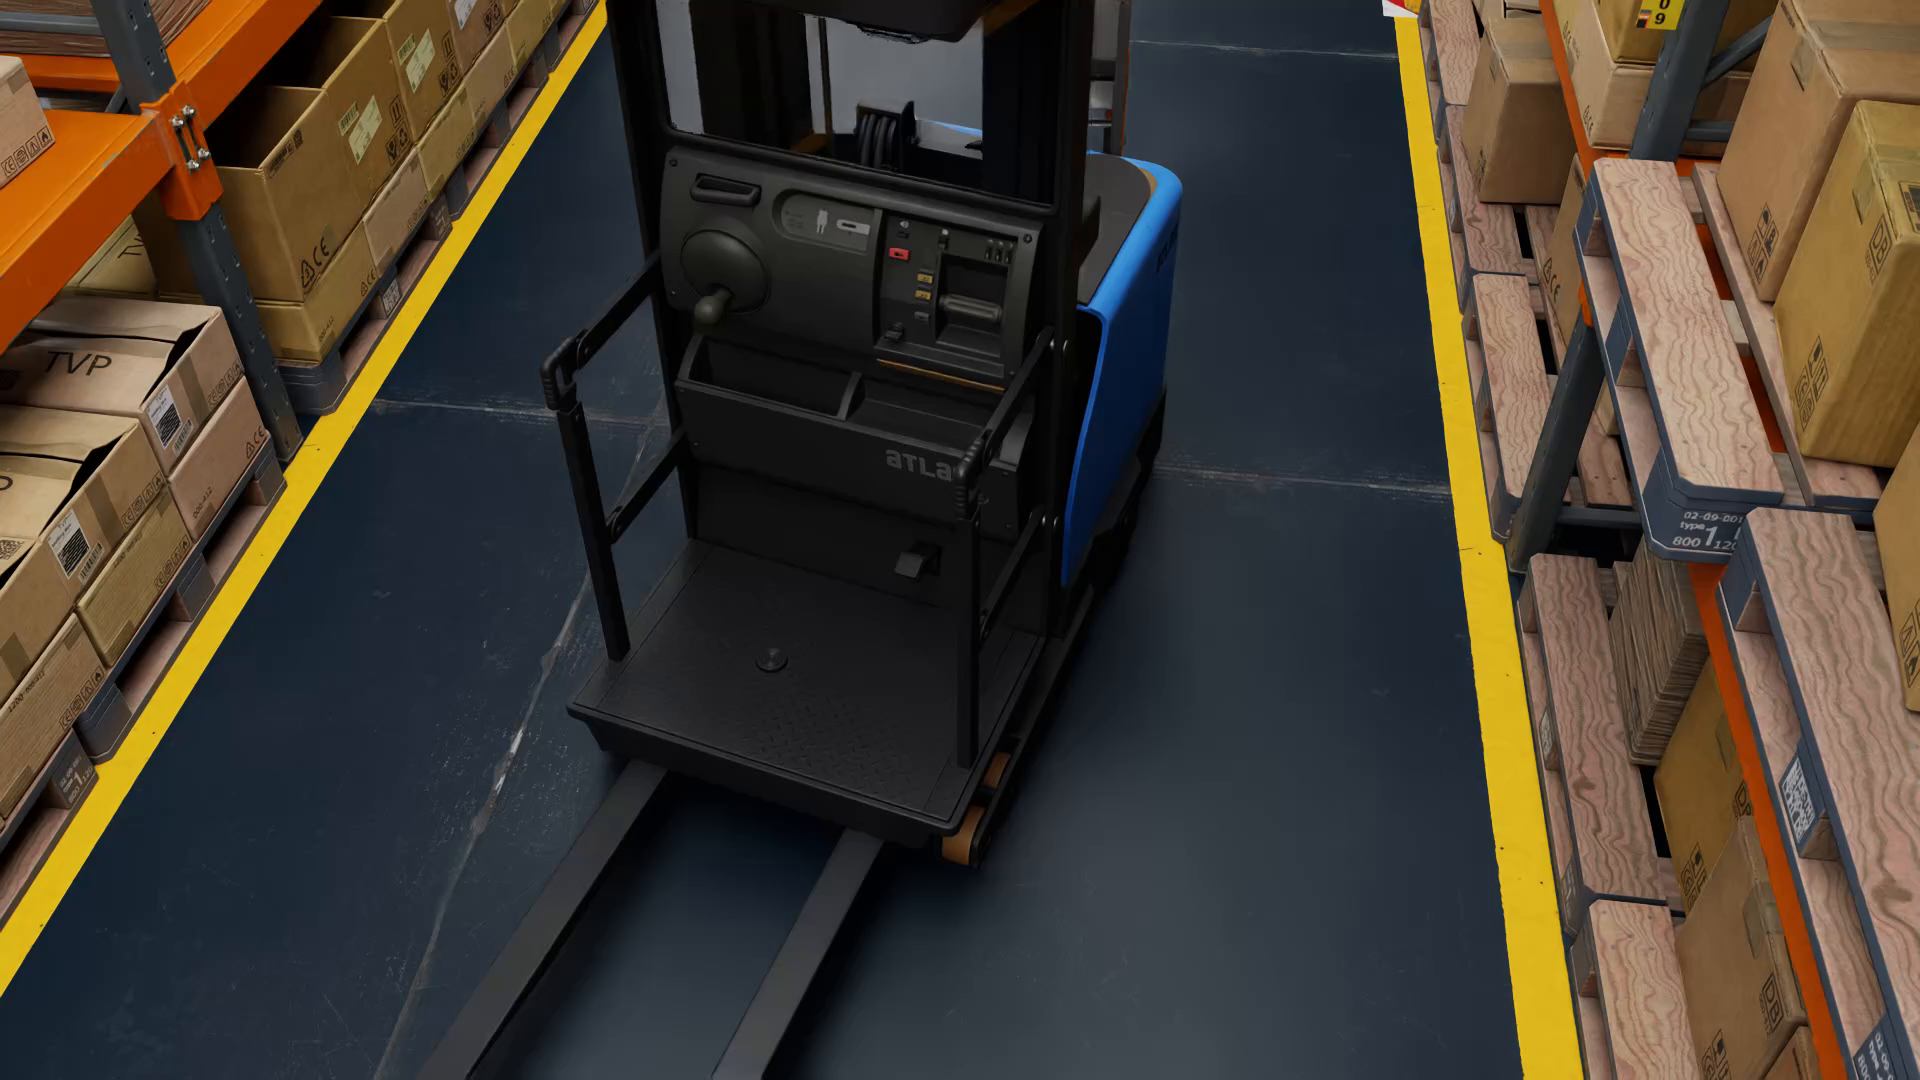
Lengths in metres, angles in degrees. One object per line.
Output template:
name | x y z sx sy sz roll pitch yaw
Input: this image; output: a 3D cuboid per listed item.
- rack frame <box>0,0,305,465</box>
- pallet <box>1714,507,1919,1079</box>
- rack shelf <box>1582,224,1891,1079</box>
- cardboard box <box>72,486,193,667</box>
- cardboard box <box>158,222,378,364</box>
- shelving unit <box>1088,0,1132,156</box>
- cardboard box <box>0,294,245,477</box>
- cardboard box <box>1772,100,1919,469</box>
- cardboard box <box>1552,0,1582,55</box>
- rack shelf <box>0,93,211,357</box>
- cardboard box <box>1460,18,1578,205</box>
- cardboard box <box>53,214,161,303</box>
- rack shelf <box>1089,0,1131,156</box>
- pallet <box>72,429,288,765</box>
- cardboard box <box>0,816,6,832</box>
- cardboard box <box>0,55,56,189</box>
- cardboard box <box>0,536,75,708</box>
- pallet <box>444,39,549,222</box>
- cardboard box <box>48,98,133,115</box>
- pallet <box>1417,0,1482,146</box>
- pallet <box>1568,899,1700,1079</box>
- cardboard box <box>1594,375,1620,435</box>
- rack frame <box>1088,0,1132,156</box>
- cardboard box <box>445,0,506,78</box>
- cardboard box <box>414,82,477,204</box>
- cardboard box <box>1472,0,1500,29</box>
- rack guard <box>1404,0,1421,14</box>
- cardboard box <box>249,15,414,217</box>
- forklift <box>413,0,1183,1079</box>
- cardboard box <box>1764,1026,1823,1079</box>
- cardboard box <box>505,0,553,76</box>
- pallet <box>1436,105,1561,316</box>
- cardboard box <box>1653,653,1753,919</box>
rack frame | -2.711 -1.427 4.575 1.000 3.000 0.127 5 44 6
pallet | 1.892 0.464 2.718 1.003 0.211 1.213 5 44 6
rack shelf | 1.935 0.645 2.910 1.077 0.370 4.000 5 44 6
cardboard box | -2.547 0.073 4.686 0.500 0.250 0.500 5 44 5
cardboard box | -2.349 -0.869 5.681 0.500 0.250 0.500 5 44 6
shelving unit | 0.307 -1.434 5.234 0.431 2.100 0.503 2 43 2
cardboard box | -2.480 -0.482 4.864 0.500 0.311 0.500 5 44 6
cardboard box | 2.018 -0.451 3.152 0.700 0.500 0.500 9 44 10
cardboard box | 2.036 -1.621 4.875 0.500 0.250 0.500 5 44 6
rack shelf | -2.975 0.198 3.383 1.077 0.370 4.000 5 44 6
cardboard box | 2.326 -1.610 6.266 0.700 0.500 0.500 3 44 3
cardboard box | -2.866 -0.917 5.731 0.500 0.250 0.500 5 44 6
rack shelf | 0.307 -1.424 5.243 0.431 0.518 0.480 2 43 2
pallet | -2.770 0.092 5.000 1.003 0.211 1.213 5 44 6
cardboard box | -2.683 0.768 3.951 0.500 0.250 0.500 6 44 6
cardboard box | -2.733 -1.033 4.268 0.500 0.250 0.500 8 44 8
cardboard box | -2.611 0.213 4.130 0.500 0.311 0.500 5 44 5
pallet | -2.406 -1.786 6.983 1.003 0.211 1.213 5 44 6
cardboard box | -2.789 -1.529 5.832 0.500 0.500 0.500 5 44 6
pallet | 2.576 -2.090 7.304 1.003 0.211 1.213 5 44 6
pallet | 1.939 1.398 3.620 1.003 0.211 1.213 5 44 6
cardboard box | 2.241 -0.477 5.313 0.380 0.166 0.250 0 43 0
rack frame | 0.294 -1.268 5.056 0.400 2.100 0.015 2 43 2
cardboard box | -2.143 -2.163 6.502 0.500 0.500 0.500 5 44 6
cardboard box | -2.207 -1.550 6.399 0.500 0.250 0.500 5 44 6
cardboard box | 2.548 -2.425 7.265 0.500 0.311 0.500 1 43 1
rack guard | 2.718 -2.745 7.786 1.175 0.500 0.348 5 44 6
cardboard box | -2.281 -1.482 5.783 0.500 0.500 0.500 5 44 6
forklift | -0.345 -0.547 3.696 1.130 2.935 3.031 15 45 15
cardboard box | 1.935 1.318 3.174 0.700 0.500 0.500 5 44 5
cardboard box | -2.079 -2.232 7.120 0.500 0.250 0.500 5 44 6
pallet | 2.412 -1.261 6.428 1.003 0.211 1.213 5 44 6
cardboard box | 2.100 0.629 3.902 0.700 0.500 0.500 4 44 5
